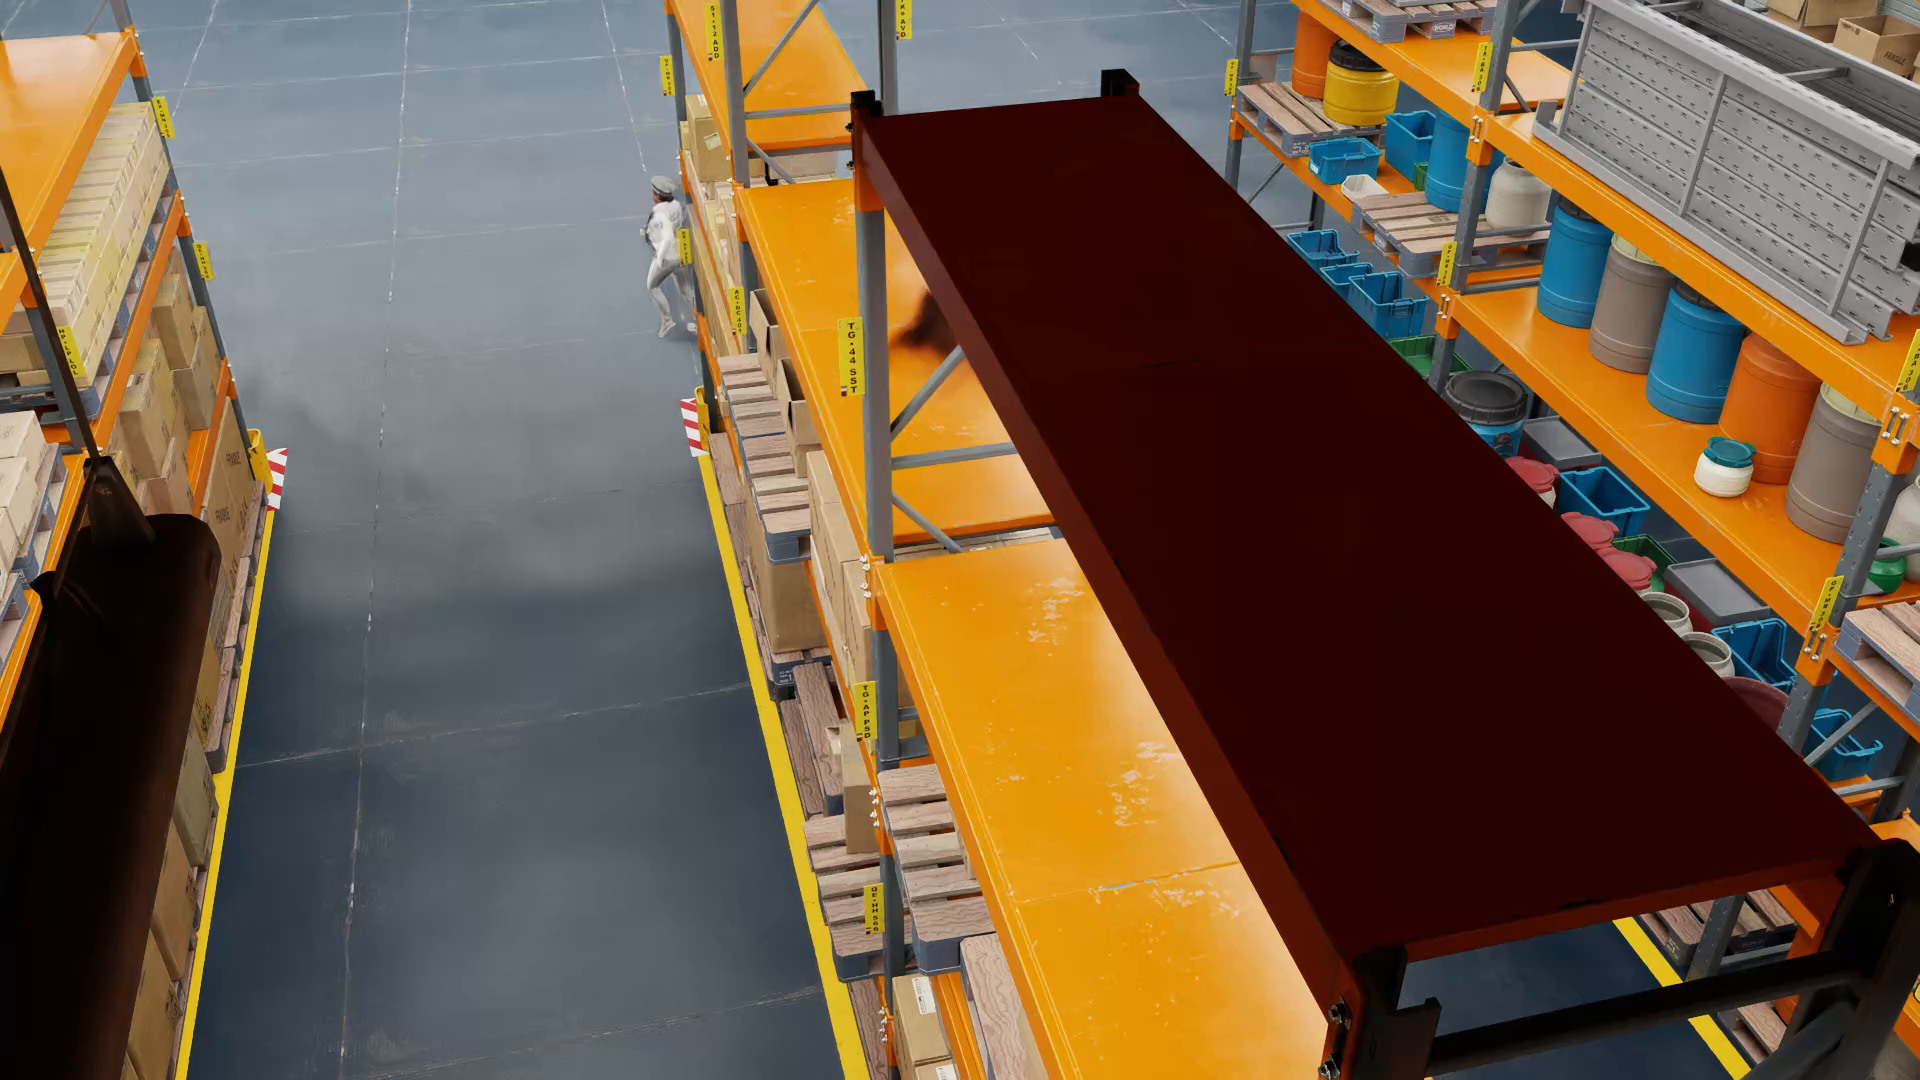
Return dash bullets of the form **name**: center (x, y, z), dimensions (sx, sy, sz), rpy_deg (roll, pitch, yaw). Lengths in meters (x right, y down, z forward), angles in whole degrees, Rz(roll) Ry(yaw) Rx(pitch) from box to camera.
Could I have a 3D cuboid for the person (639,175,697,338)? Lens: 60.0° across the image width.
- **person**: center (-2.926, -2.809, 16.734), dimensions (0.719, 1.758, 0.627), rpy_deg (14, 37, 20)
